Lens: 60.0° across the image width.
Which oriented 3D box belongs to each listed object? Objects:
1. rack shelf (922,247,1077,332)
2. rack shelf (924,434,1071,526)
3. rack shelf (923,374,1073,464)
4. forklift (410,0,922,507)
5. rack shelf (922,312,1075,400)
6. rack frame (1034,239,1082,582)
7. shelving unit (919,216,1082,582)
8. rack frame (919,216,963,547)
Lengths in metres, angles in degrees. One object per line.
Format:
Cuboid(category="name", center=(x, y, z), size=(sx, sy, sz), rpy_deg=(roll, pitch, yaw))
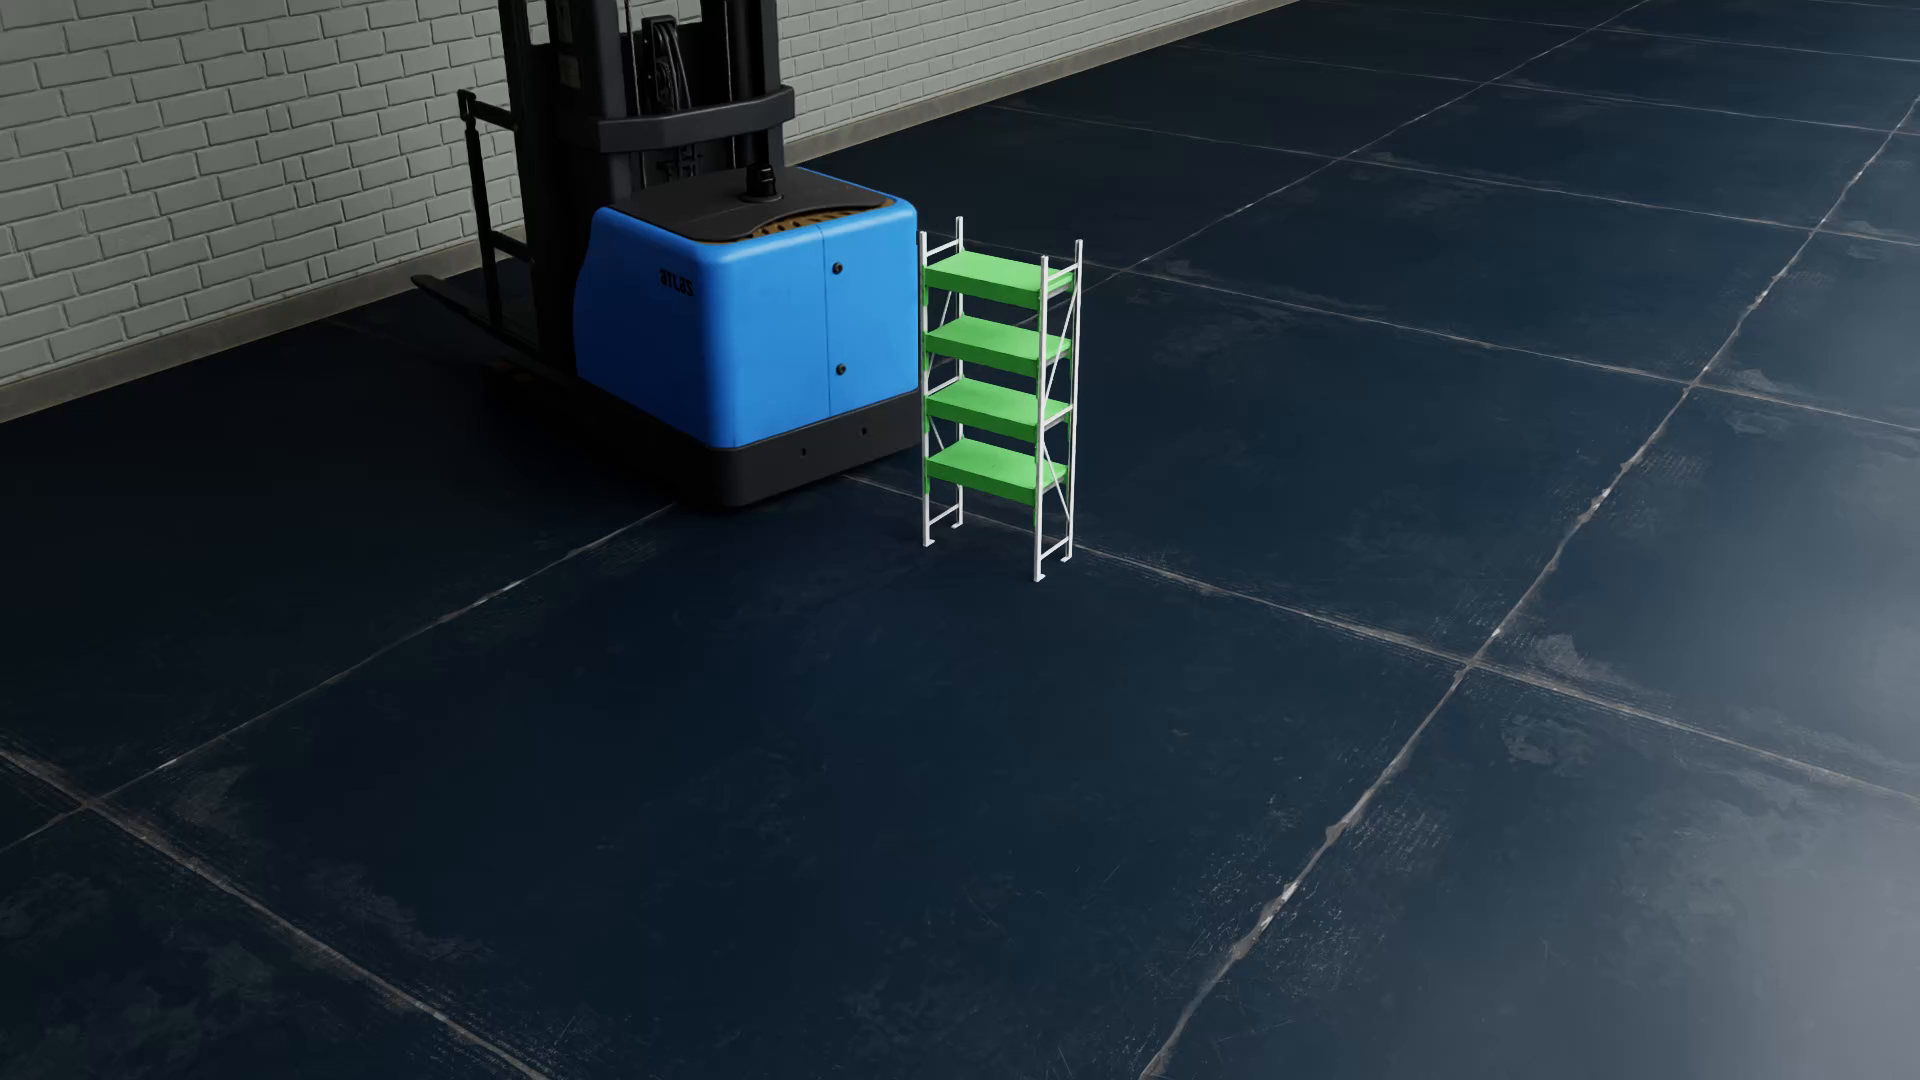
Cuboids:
Cuboid(category="rack shelf", center=(0.136, -0.863, 5.706), size=(0.480, 0.148, 0.258), rpy_deg=(17, 32, 30))
Cuboid(category="rack shelf", center=(0.136, -0.221, 6.032), size=(0.480, 0.148, 0.258), rpy_deg=(17, 32, 30))
Cuboid(category="rack shelf", center=(0.136, -0.435, 5.923), size=(0.480, 0.148, 0.258), rpy_deg=(17, 32, 30))
Cuboid(category="forklift", center=(-1.506, -2.016, 6.981), size=(1.130, 2.935, 3.031), rpy_deg=(-22, 34, -36))
Cuboid(category="rack shelf", center=(0.136, -0.649, 5.814), size=(0.480, 0.148, 0.258), rpy_deg=(17, 32, 30))
Cuboid(category="rack frame", center=(0.338, -0.430, 5.771), size=(0.015, 1.200, 0.240), rpy_deg=(17, 32, 30))
Cuboid(category="shelving unit", center=(0.136, -0.492, 5.894), size=(0.503, 1.200, 0.258), rpy_deg=(17, 32, 30))
Cuboid(category="rack frame", center=(-0.065, -0.555, 6.017), size=(0.015, 1.200, 0.240), rpy_deg=(17, 32, 30))
